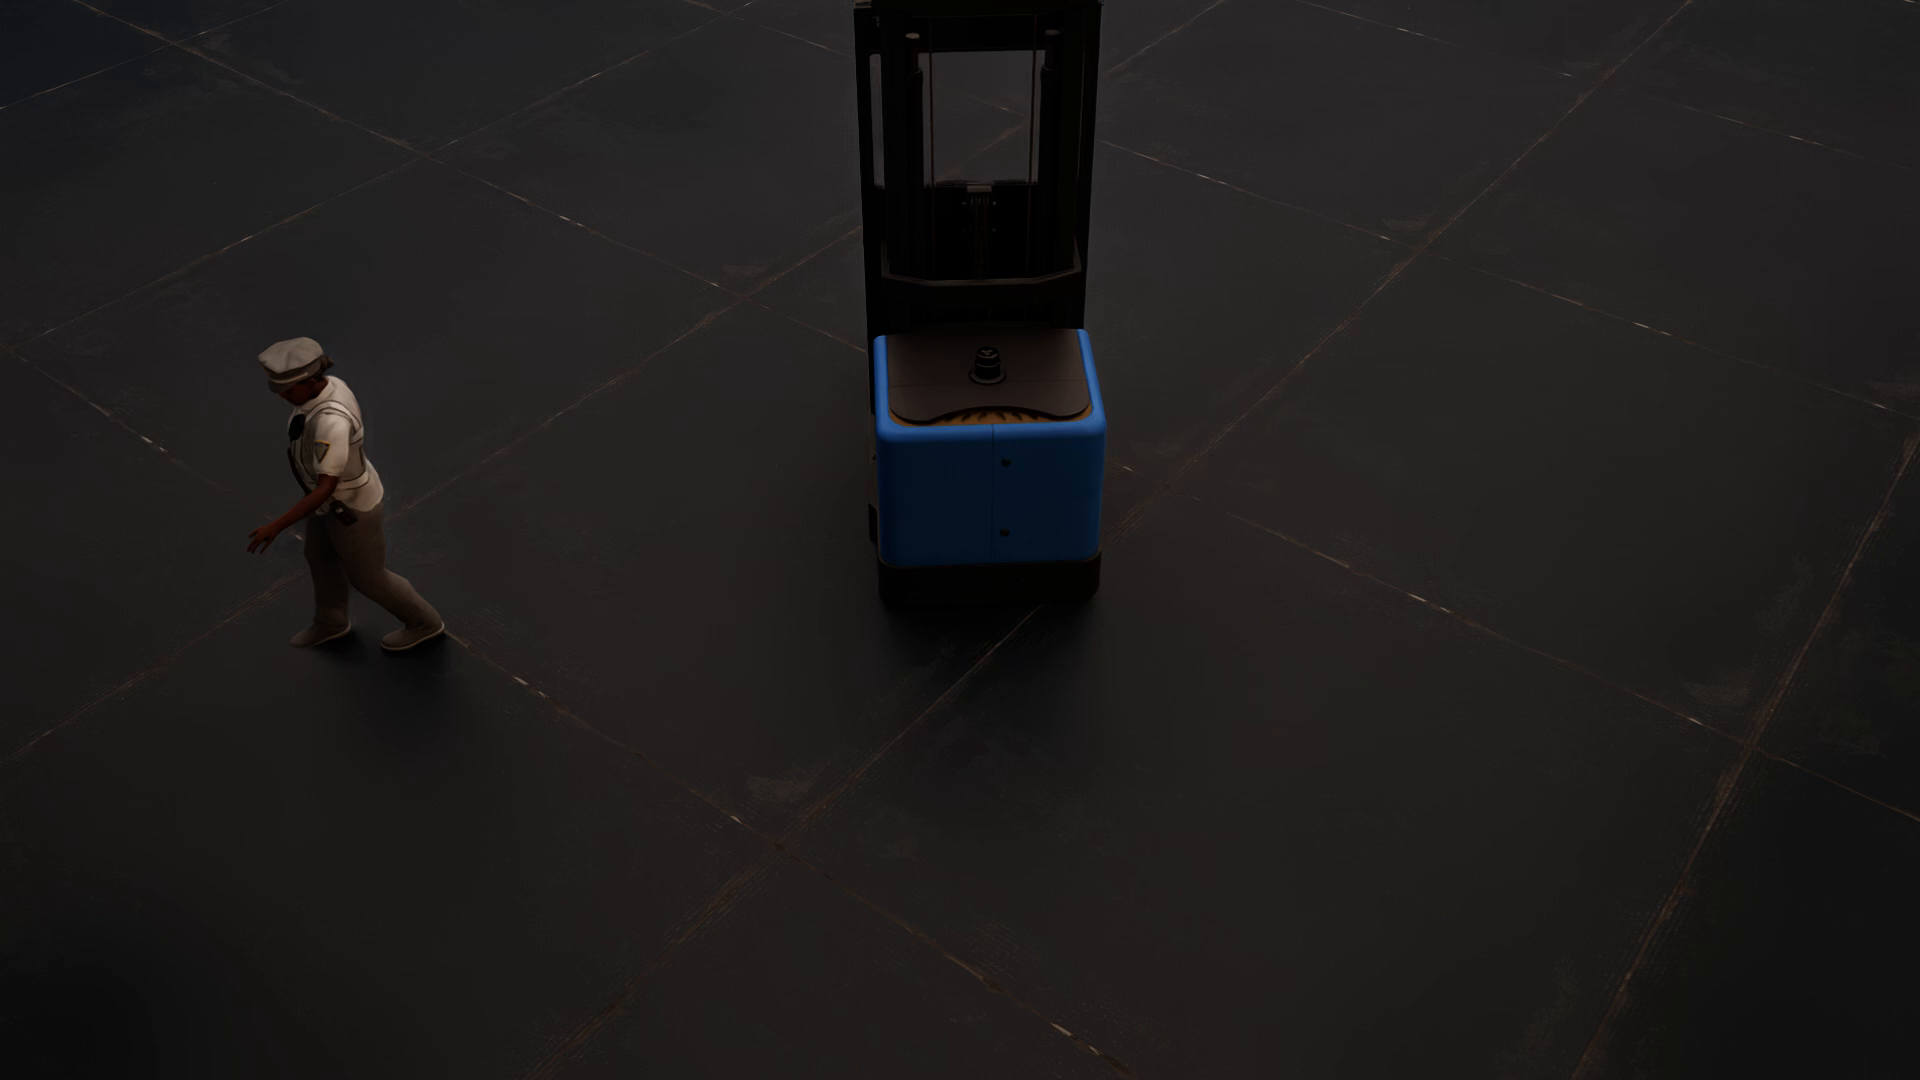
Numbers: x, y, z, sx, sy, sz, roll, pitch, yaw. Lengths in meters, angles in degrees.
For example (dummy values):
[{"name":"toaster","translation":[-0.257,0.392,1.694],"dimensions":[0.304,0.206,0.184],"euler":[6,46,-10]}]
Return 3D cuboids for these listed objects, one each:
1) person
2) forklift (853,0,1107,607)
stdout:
[{"name":"person","translation":[-2.782,-0.159,7.288],"dimensions":[0.689,1.658,0.912],"euler":[-16,43,-18]},{"name":"forklift","translation":[0.061,-1.742,8.118],"dimensions":[1.130,2.935,3.031],"euler":[-2,40,-2]}]
